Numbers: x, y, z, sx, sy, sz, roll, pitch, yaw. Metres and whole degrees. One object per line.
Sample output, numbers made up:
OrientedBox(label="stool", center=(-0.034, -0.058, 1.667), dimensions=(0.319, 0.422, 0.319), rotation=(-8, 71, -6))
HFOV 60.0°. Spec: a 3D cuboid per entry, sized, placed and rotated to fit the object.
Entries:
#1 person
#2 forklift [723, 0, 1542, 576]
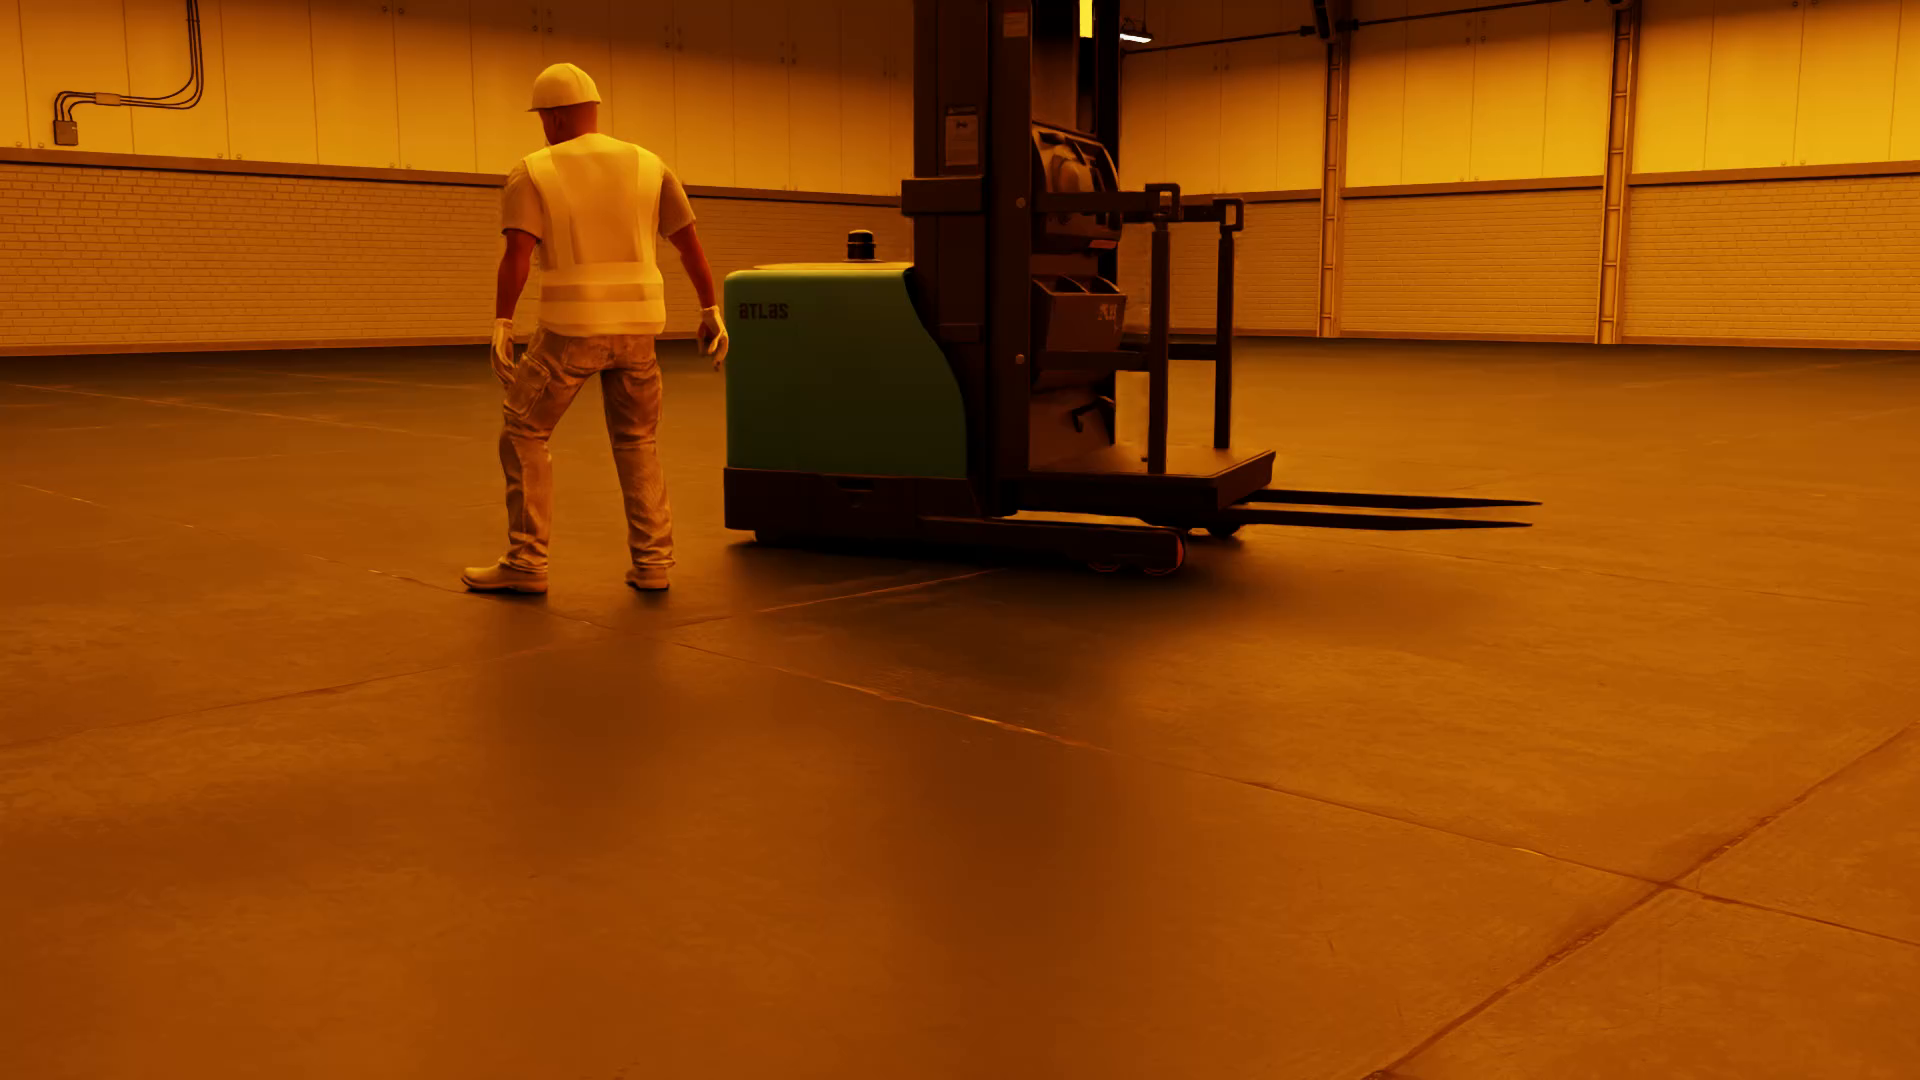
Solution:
OrientedBox(label="person", center=(-1.237, -0.705, 5.591), dimensions=(0.881, 1.745, 0.449), rotation=(-5, 10, -31))
OrientedBox(label="forklift", center=(0.634, -1.411, 6.245), dimensions=(3.031, 2.935, 1.130), rotation=(3, 9, 22))
